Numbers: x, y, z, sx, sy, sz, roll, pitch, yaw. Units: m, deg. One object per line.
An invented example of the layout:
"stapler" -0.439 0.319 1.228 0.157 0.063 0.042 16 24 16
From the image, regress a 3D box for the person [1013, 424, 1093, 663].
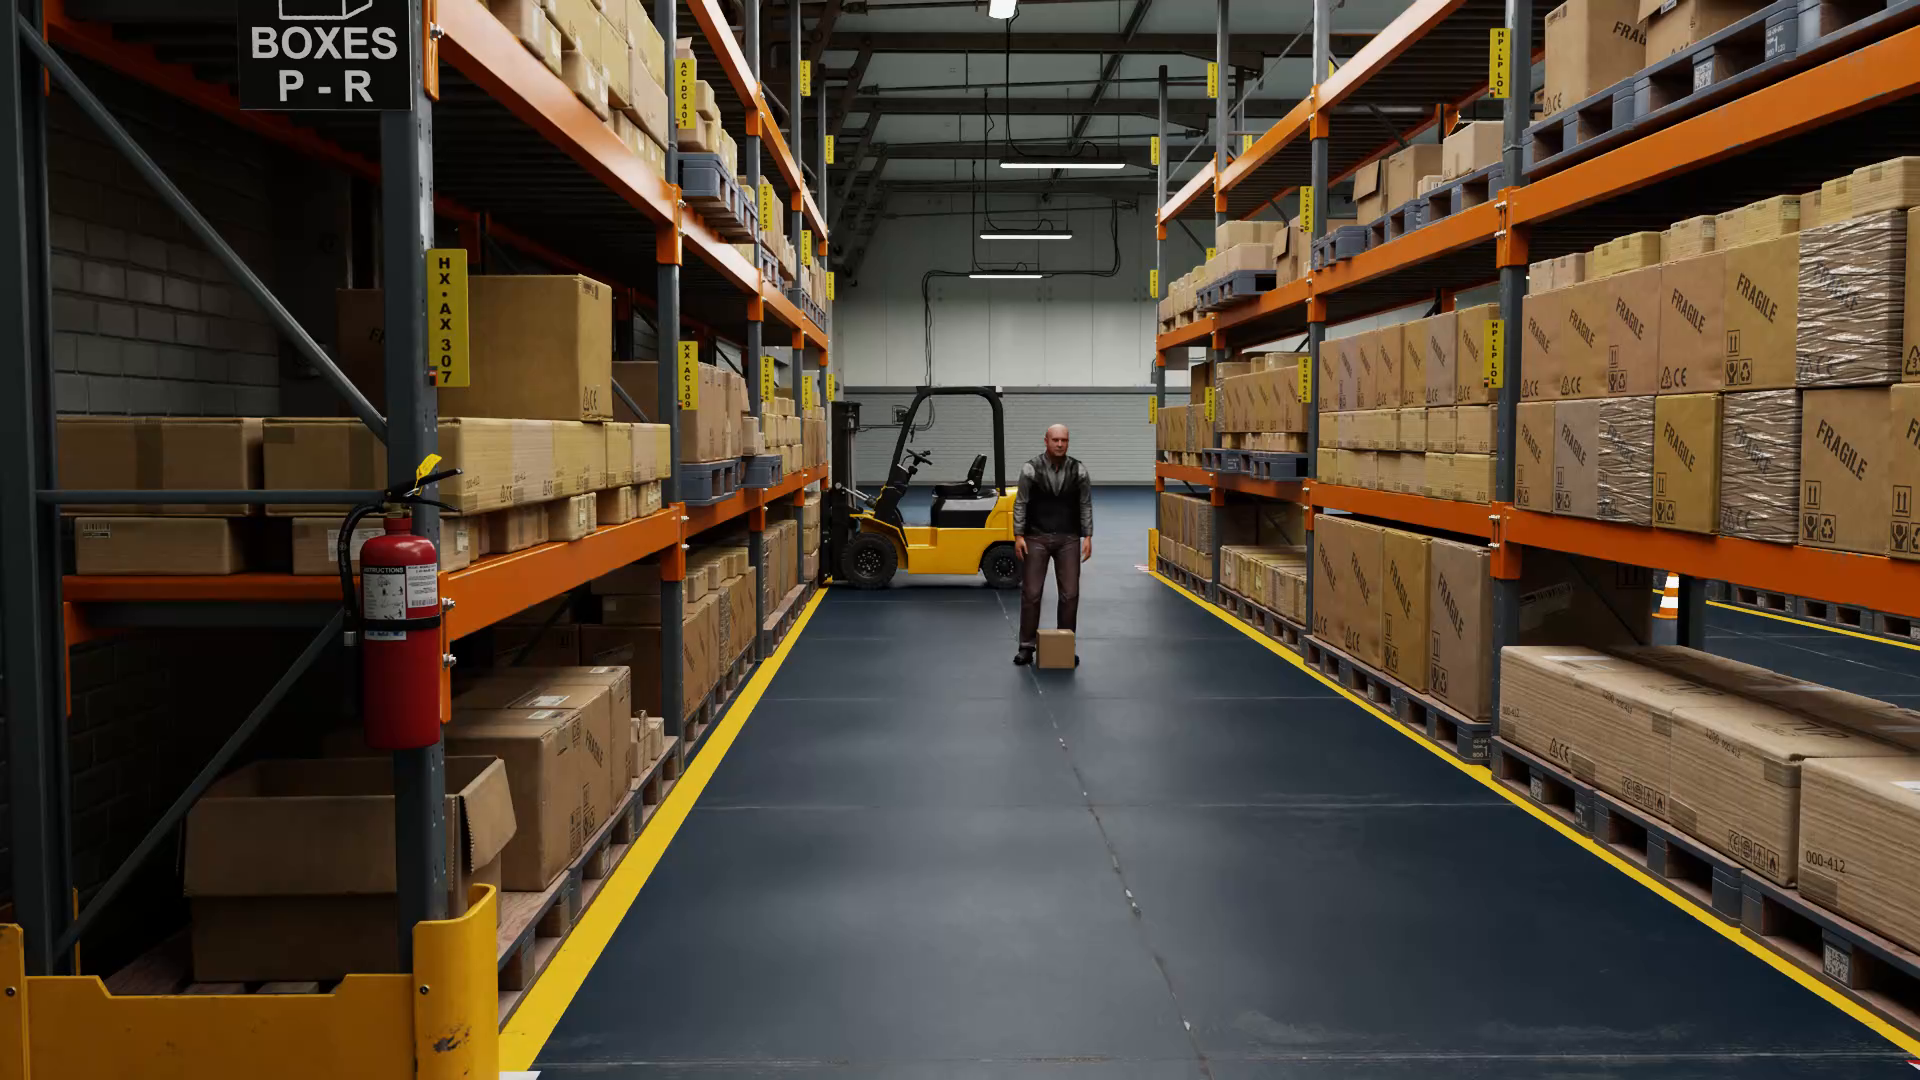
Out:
"person" 0.671 0.023 12.056 0.594 1.721 0.422 0 4 -5
